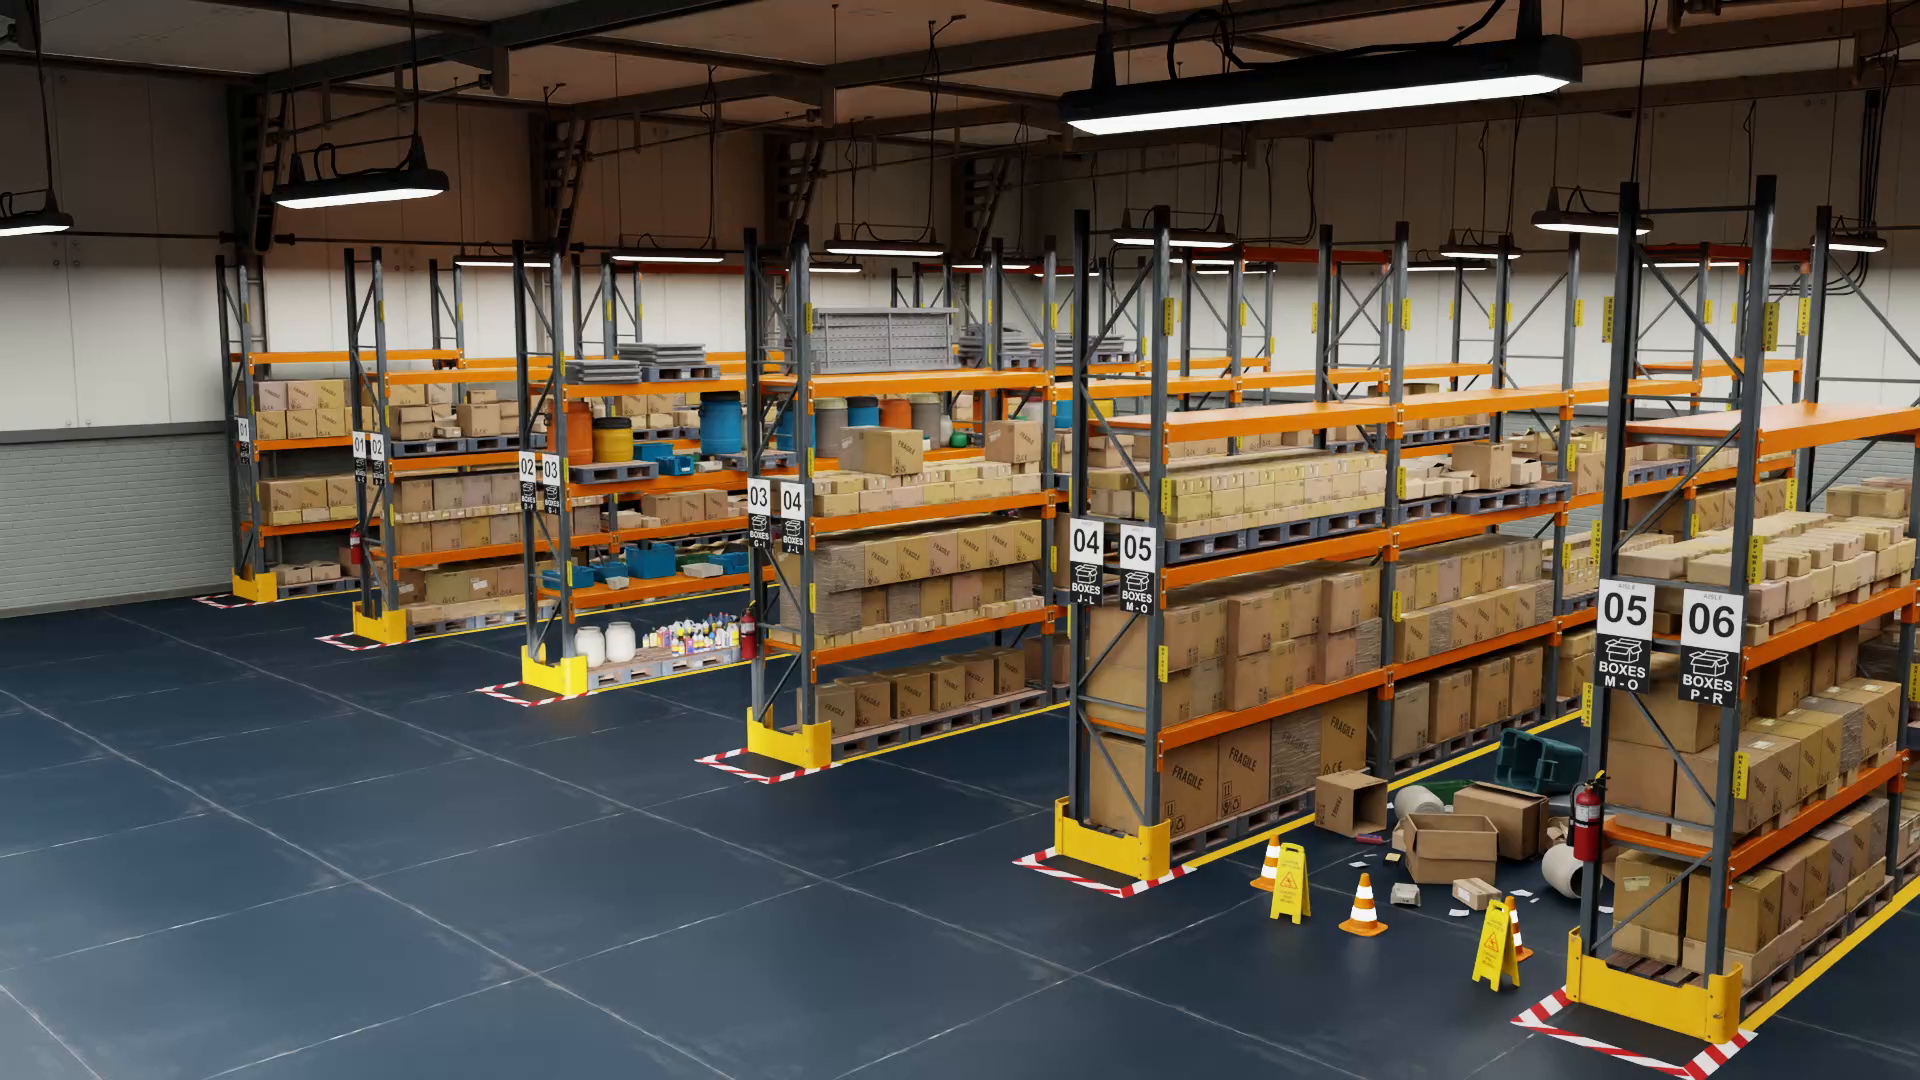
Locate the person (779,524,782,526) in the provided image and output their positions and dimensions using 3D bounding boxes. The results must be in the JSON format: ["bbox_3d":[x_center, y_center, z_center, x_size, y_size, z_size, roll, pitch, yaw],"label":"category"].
[{"bbox_3d":[-3.936,-0.599,34.892,1.042,1.614,0.586,-7,11,-42],"label":"person"}]

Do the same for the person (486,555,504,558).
[{"bbox_3d":[-8.175,0.240,29.002,0.585,1.768,0.613,7,11,41],"label":"person"}]
